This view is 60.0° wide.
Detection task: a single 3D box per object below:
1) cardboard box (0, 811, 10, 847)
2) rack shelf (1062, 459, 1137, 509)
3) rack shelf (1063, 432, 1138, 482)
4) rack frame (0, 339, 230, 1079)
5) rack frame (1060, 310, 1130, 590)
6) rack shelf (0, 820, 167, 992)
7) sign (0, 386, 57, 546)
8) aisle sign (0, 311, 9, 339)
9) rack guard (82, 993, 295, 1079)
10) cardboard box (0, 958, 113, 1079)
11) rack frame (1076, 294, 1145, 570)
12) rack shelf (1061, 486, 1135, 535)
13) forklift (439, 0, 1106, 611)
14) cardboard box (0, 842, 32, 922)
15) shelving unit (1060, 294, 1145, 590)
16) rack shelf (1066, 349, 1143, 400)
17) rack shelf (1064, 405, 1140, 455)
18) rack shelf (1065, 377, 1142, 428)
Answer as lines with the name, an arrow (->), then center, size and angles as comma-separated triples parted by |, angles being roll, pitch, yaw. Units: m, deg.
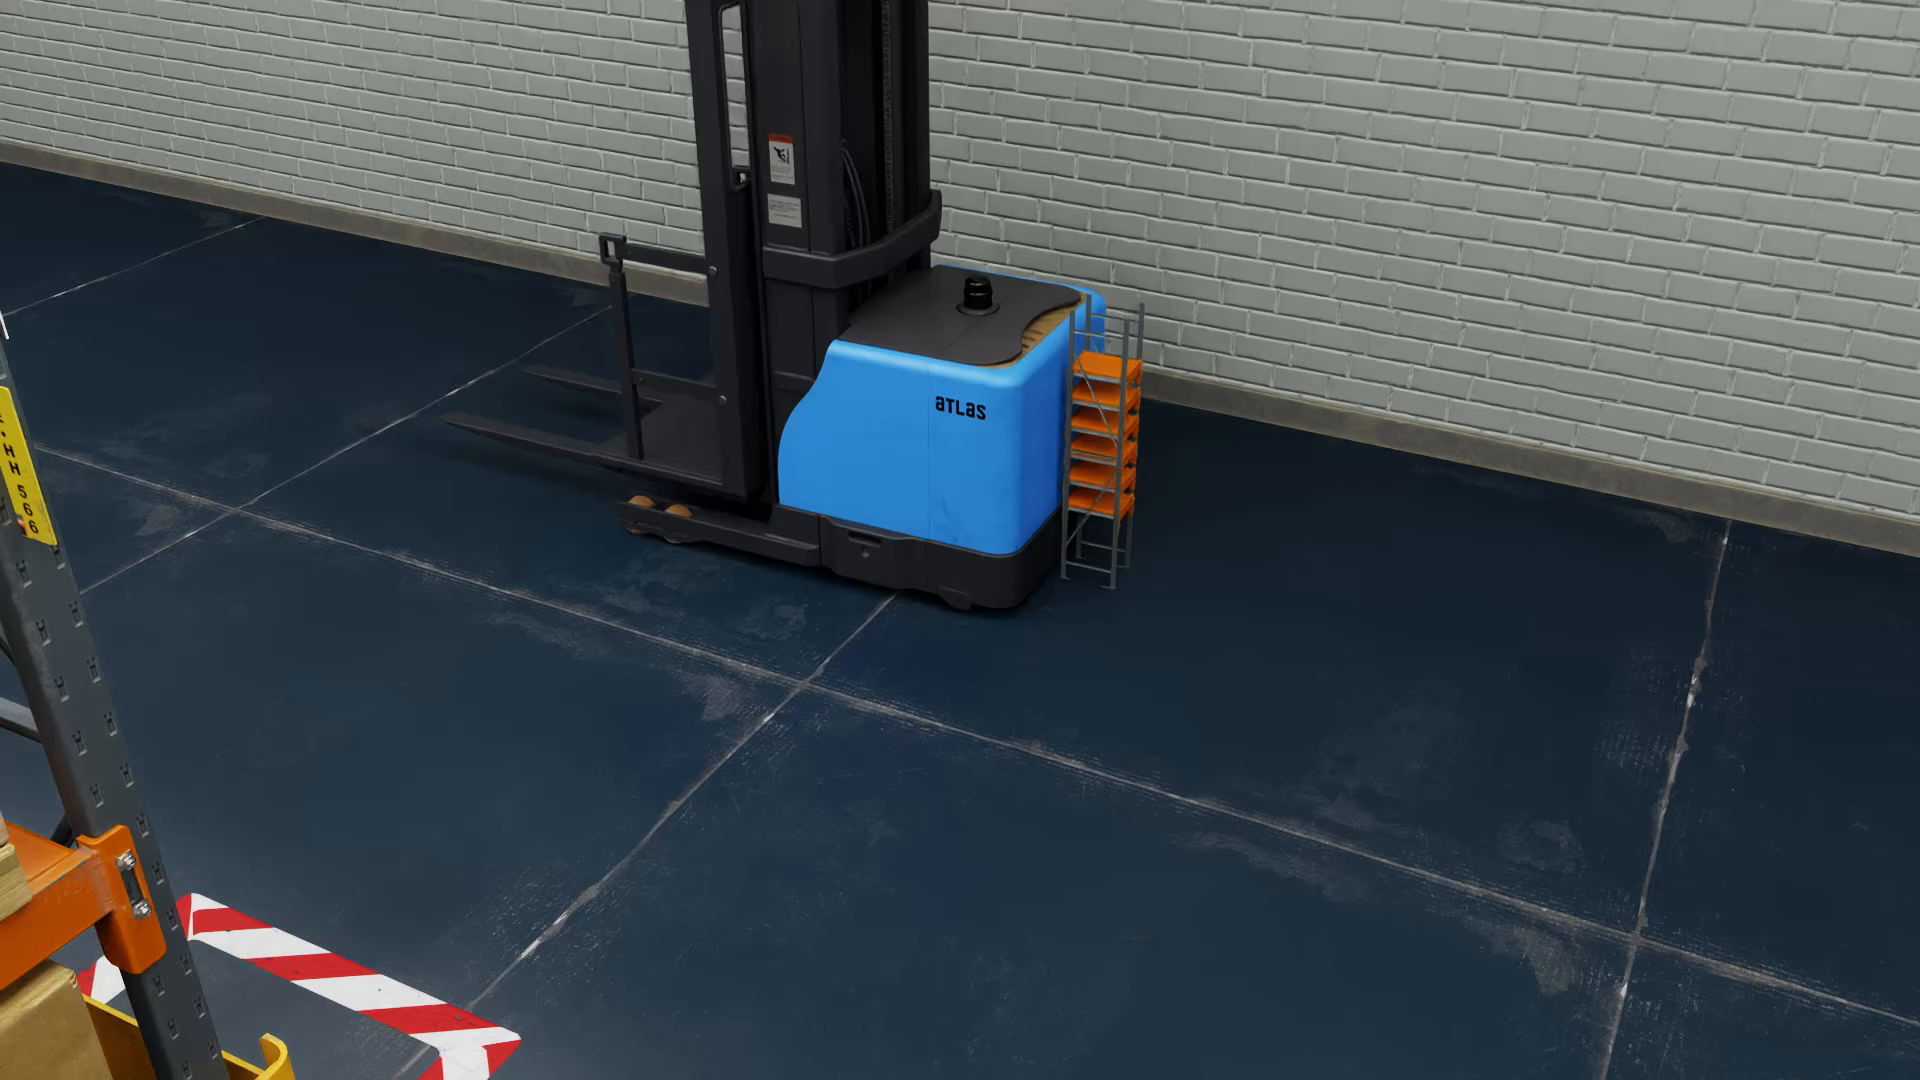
cardboard box -> -2.214, 0.546, 3.140 | 0.500, 0.250, 0.500 | 14, 33, 23
rack shelf -> 0.569, -0.236, 6.787 | 0.258, 0.103, 0.180 | 13, 32, 21
rack shelf -> 0.569, -0.341, 6.727 | 0.258, 0.103, 0.180 | 13, 32, 21
rack frame -> -2.229, 0.335, 3.655 | 1.000, 3.000, 0.127 | 14, 33, 23
rack frame -> 0.532, -0.337, 6.633 | 0.240, 1.200, 0.006 | 13, 32, 21
rack shelf -> -3.140, 1.533, 2.291 | 1.077, 0.370, 4.000 | 14, 33, 23
sign -> -1.753, -0.141, 3.083 | 0.100, 0.325, 0.005 | 14, 33, 23
aisle sign -> -1.929, -0.757, 2.945 | 0.394, 0.787, 0.004 | 14, 33, 23
rack guard -> -2.218, 1.408, 4.296 | 1.175, 0.500, 0.348 | 14, 33, 23
cardboard box -> -2.450, 1.376, 3.554 | 0.875, 0.875, 0.875 | 14, 33, 23
rack frame -> 0.606, -0.421, 6.778 | 0.240, 1.200, 0.006 | 13, 32, 21
rack shelf -> 0.569, -0.132, 6.847 | 0.258, 0.103, 0.180 | 13, 32, 21
forklift -> -0.937, -1.477, 6.878 | 3.031, 2.935, 1.130 | 13, 32, 22
cardboard box -> -2.098, 0.676, 3.313 | 0.380, 0.149, 0.250 | 15, 33, 24
shelving unit -> 0.569, -0.379, 6.705 | 0.258, 1.200, 0.189 | 13, 32, 21
rack shelf -> 0.569, -0.653, 6.548 | 0.258, 0.103, 0.180 | 13, 32, 21
rack shelf -> 0.569, -0.445, 6.668 | 0.258, 0.103, 0.180 | 13, 32, 21
rack shelf -> 0.569, -0.549, 6.608 | 0.258, 0.103, 0.180 | 13, 32, 21
